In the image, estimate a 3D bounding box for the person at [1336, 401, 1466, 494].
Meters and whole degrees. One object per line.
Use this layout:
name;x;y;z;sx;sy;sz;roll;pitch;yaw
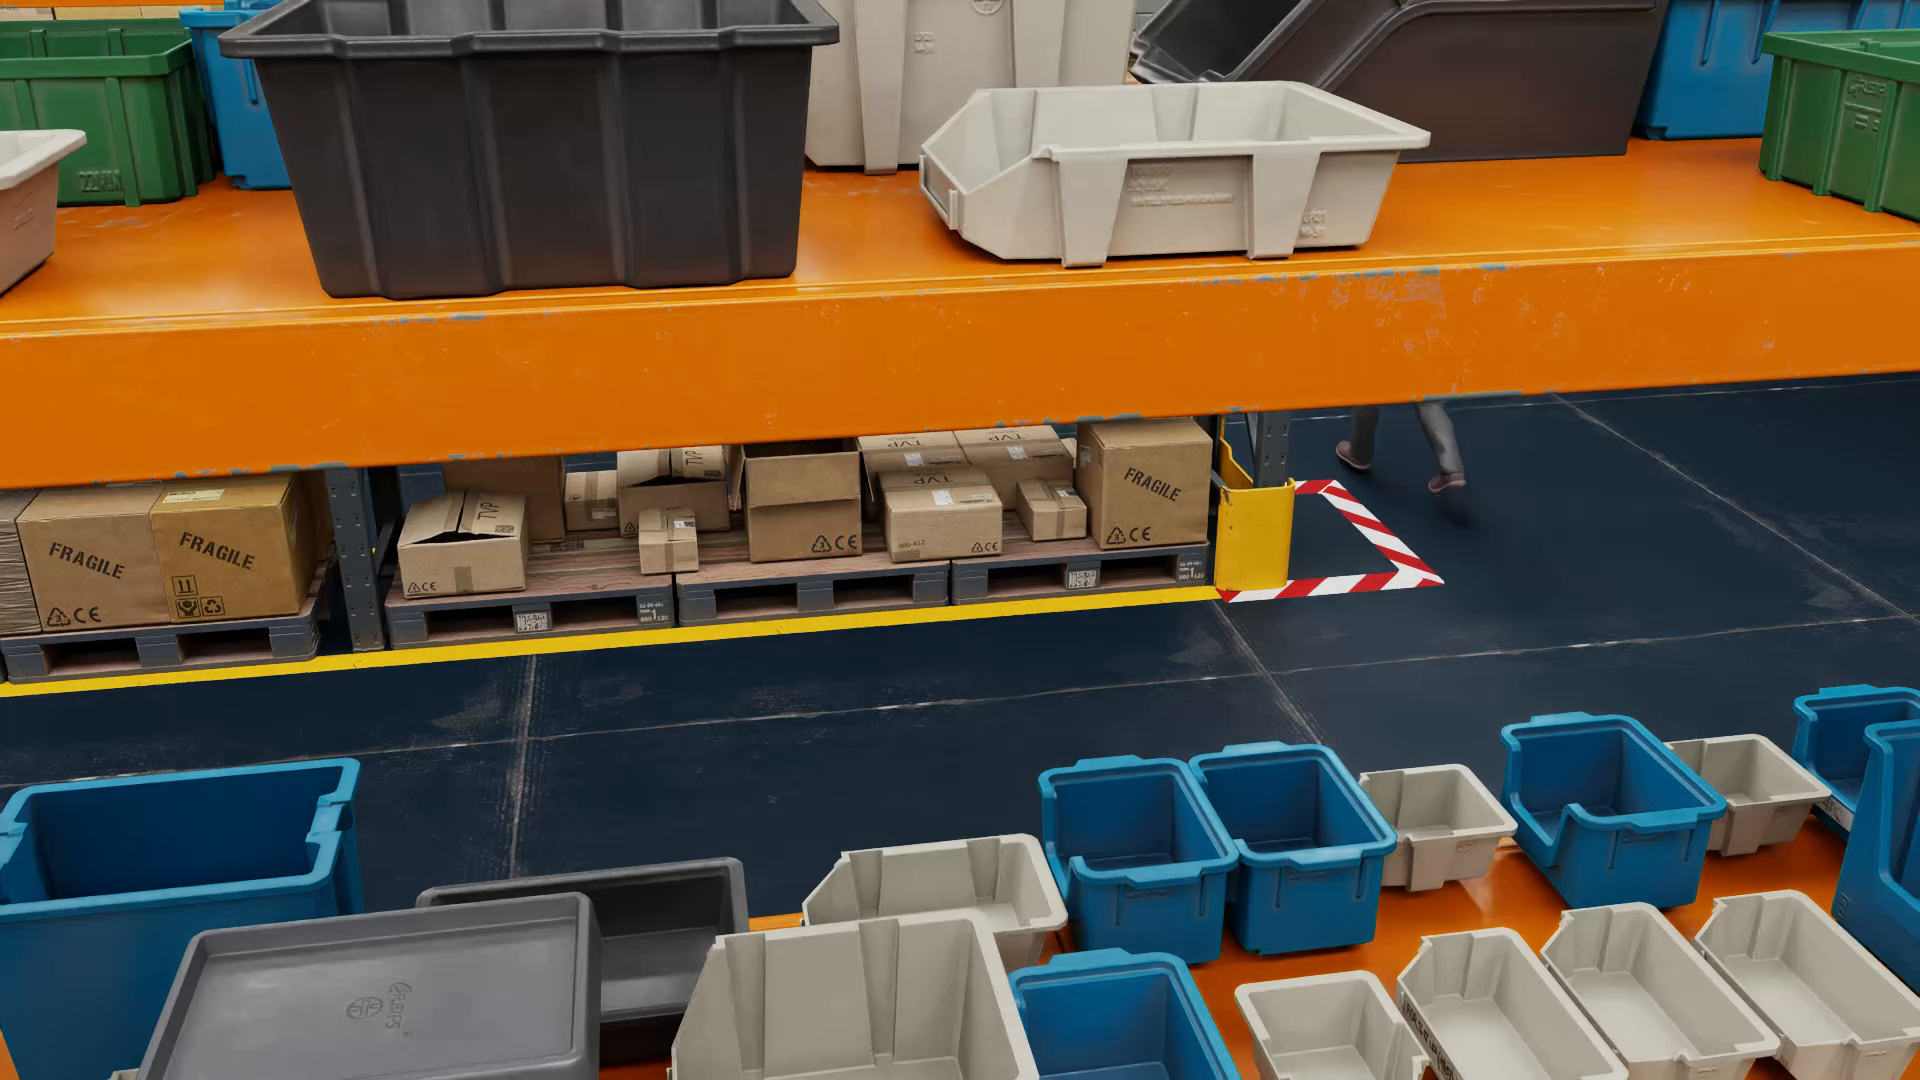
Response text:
person;2.283;-1.033;8.479;0.431;1.597;0.987;-5;24;-12
